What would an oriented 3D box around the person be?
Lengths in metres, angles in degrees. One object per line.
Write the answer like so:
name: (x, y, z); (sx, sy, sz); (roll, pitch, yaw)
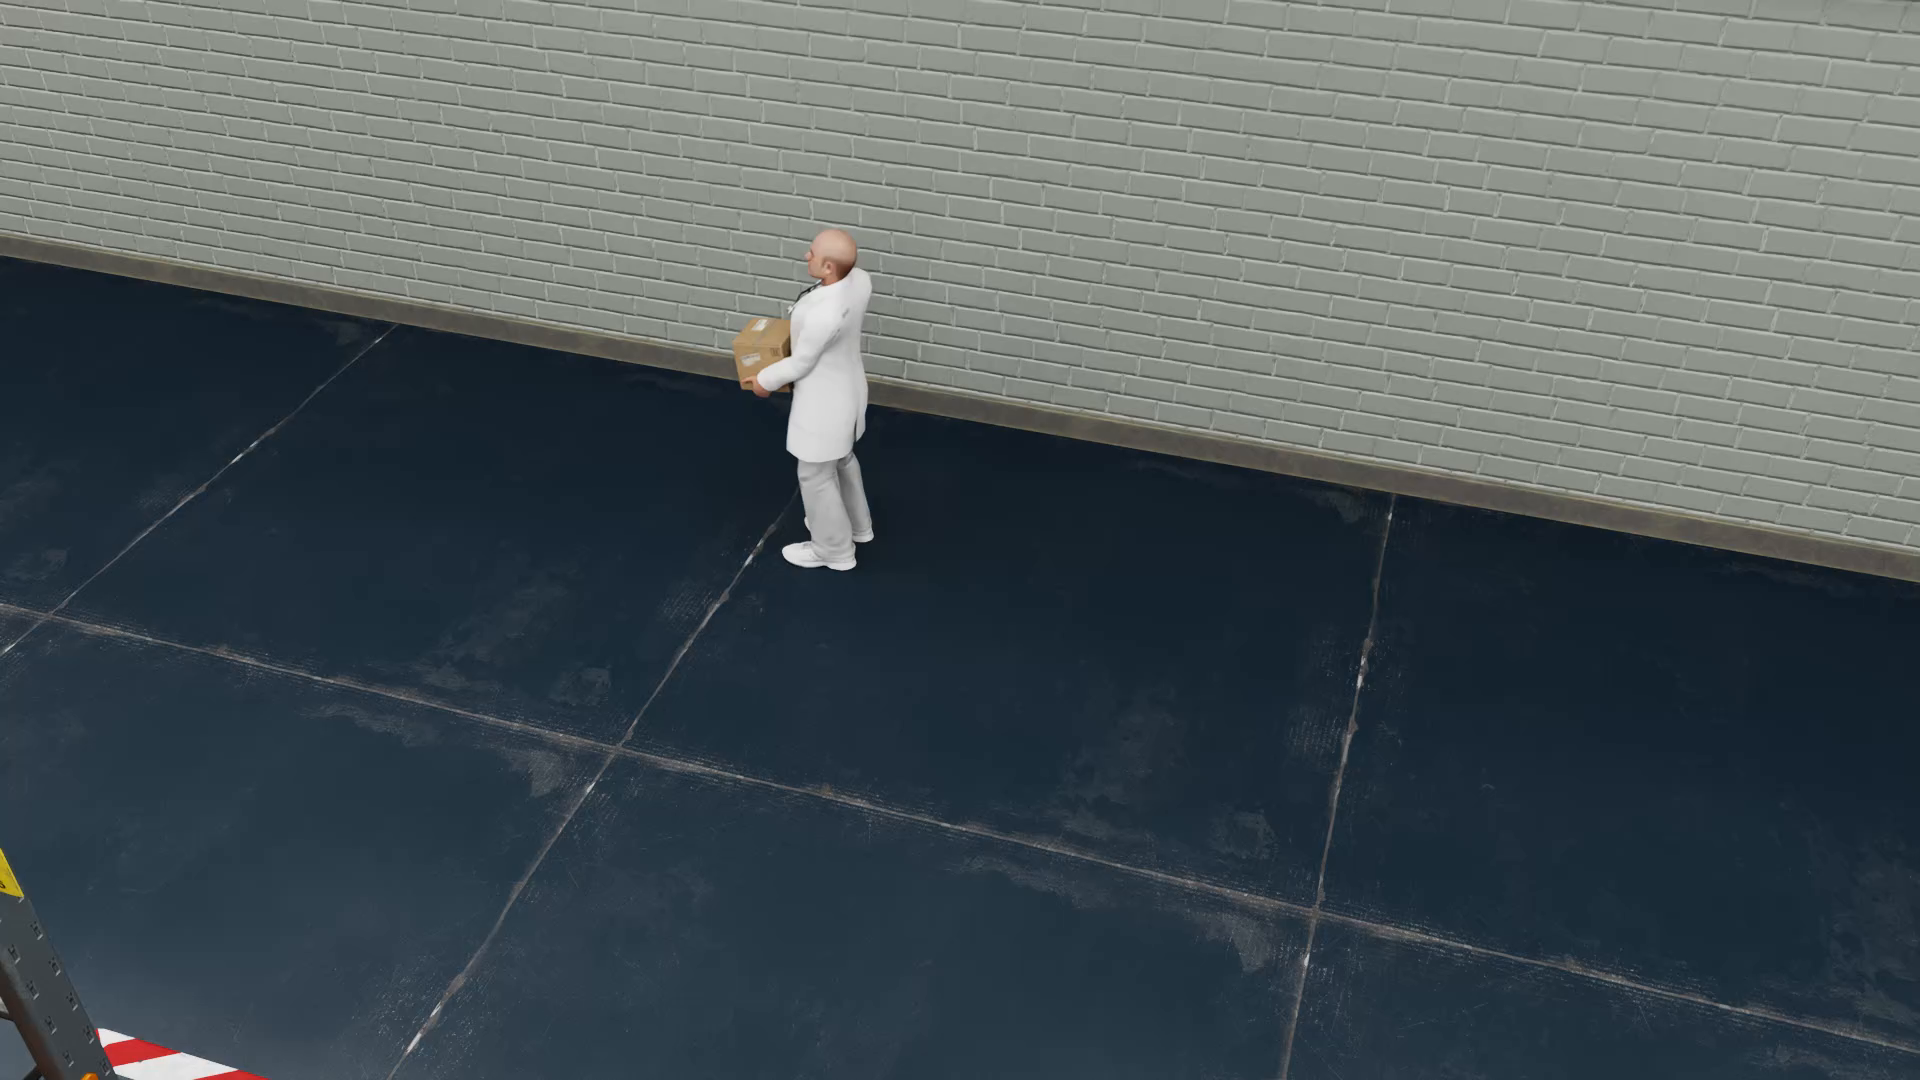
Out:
person: (-0.713, -0.679, 7.826); (0.563, 1.769, 0.530); (11, 38, 14)
